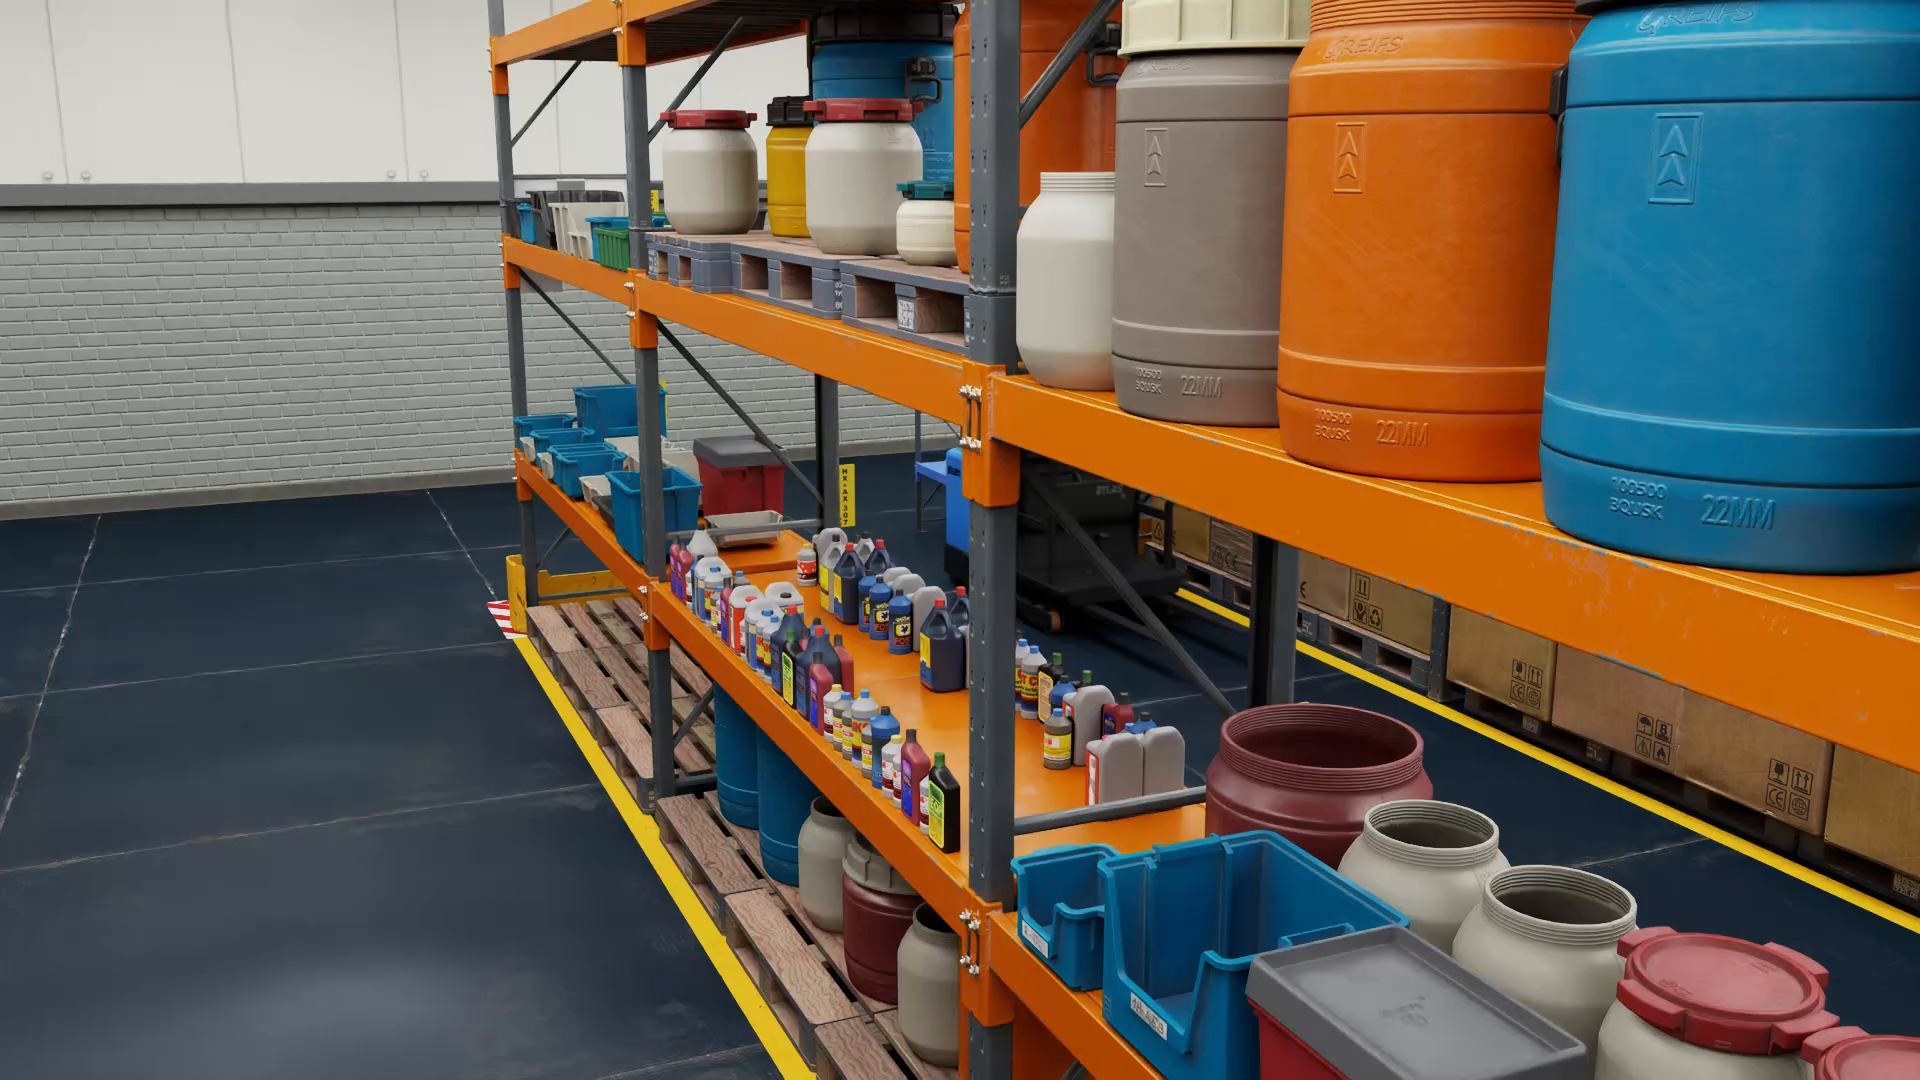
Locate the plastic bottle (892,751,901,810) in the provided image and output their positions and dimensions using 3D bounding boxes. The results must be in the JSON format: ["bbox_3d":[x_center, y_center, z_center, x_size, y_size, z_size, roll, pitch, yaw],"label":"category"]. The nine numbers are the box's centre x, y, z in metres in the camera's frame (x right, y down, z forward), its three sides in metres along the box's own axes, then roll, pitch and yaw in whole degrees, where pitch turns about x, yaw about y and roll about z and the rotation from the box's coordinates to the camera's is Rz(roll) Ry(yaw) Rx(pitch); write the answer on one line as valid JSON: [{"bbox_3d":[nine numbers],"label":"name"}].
[{"bbox_3d":[-0.169,0.761,5.371,0.097,0.201,0.097,0,13,0],"label":"plastic bottle"}]

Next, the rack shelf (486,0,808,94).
[{"bbox_3d":[-1.898,-2.835,9.644,1.077,0.370,4.000,-6,14,-23],"label":"rack shelf"}]

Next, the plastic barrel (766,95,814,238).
[{"bbox_3d":[-0.545,-1.632,7.266,0.600,0.588,0.600,0,13,0],"label":"plastic barrel"}]

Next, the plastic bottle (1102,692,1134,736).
[{"bbox_3d":[0.539,0.648,5.675,0.061,0.283,0.133,-6,14,-23],"label":"plastic bottle"}]

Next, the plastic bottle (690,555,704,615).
[{"bbox_3d":[-1.185,0.203,7.628,0.097,0.271,0.097,0,13,0],"label":"plastic bottle"}]

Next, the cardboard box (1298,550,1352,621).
[{"bbox_3d":[2.890,0.009,11.958,0.875,0.875,0.875,-6,14,-23],"label":"cardboard box"}]

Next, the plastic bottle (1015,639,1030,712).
[{"bbox_3d":[0.237,0.509,6.304,0.097,0.271,0.097,0,13,0],"label":"plastic bottle"}]

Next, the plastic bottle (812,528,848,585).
[{"bbox_3d":[-0.643,0.068,8.197,0.152,0.276,0.135,-6,14,-23],"label":"plastic bottle"}]

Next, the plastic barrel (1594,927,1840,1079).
[{"bbox_3d":[1.459,1.084,3.233,0.433,0.535,0.433,0,13,0],"label":"plastic barrel"}]

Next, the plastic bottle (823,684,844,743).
[{"bbox_3d":[-0.442,0.620,5.979,0.097,0.201,0.097,0,13,0],"label":"plastic bottle"}]

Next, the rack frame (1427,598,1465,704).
[{"bbox_3d":[3.442,-0.492,10.342,1.000,3.000,0.127,-6,14,-23],"label":"rack frame"}]

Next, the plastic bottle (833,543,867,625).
[{"bbox_3d":[-0.487,0.191,7.500,0.144,0.351,0.185,-6,14,-23],"label":"plastic bottle"}]

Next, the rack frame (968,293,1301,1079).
[{"bbox_3d":[0.506,0.782,4.838,1.000,3.000,0.127,-6,14,-23],"label":"rack frame"}]

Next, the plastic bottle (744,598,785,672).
[{"bbox_3d":[-0.796,0.385,6.827,0.152,0.276,0.135,-6,14,-23],"label":"plastic bottle"}]

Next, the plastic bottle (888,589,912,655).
[{"bbox_3d":[-0.254,0.341,7.029,0.097,0.271,0.097,0,13,0],"label":"plastic bottle"}]

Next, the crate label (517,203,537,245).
[{"bbox_3d":[-2.625,-2.040,10.708,0.408,0.251,0.502,-6,14,-23],"label":"crate label"}]

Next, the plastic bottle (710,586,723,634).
[{"bbox_3d":[-1.053,0.305,7.341,0.097,0.201,0.097,0,13,0],"label":"plastic bottle"}]

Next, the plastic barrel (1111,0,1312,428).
[{"bbox_3d":[0.636,-0.734,3.625,0.600,0.901,0.600,0,13,0],"label":"plastic barrel"}]

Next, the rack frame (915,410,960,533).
[{"bbox_3d":[-0.169,-0.818,15.078,0.500,1.500,0.032,-6,14,-23],"label":"rack frame"}]

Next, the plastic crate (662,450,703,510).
[{"bbox_3d":[-1.539,-0.348,9.850,0.437,0.282,0.530,-6,14,-23],"label":"plastic crate"}]

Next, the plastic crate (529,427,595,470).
[{"bbox_3d":[-2.638,-0.602,11.055,0.416,0.233,0.300,-6,14,-23],"label":"plastic crate"}]

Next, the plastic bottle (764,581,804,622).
[{"bbox_3d":[-0.750,0.324,7.094,0.152,0.276,0.135,-6,14,-23],"label":"plastic bottle"}]

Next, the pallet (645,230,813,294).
[{"bbox_3d":[-0.693,-1.260,7.430,1.213,0.211,1.003,-6,14,-23],"label":"pallet"}]

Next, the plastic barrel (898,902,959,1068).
[{"bbox_3d":[-0.014,1.581,5.970,0.421,0.512,0.421,0,13,0],"label":"plastic barrel"}]

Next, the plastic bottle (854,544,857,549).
[{"bbox_3d":[-0.496,0.144,7.871,0.152,0.276,0.135,-6,14,-23],"label":"plastic bottle"}]

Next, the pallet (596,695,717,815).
[{"bbox_3d":[-1.427,1.166,9.364,1.003,0.211,1.213,-6,14,-23],"label":"pallet"}]

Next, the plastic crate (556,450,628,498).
[{"bbox_3d":[-2.254,-0.404,10.199,0.416,0.233,0.300,-6,14,-23],"label":"plastic crate"}]

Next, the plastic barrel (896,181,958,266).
[{"bbox_3d":[-0.058,-1.025,5.368,0.301,0.262,0.301,0,13,0],"label":"plastic barrel"}]

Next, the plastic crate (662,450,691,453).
[{"bbox_3d":[-1.641,-0.417,10.258,0.416,0.233,0.300,-6,14,-23],"label":"plastic crate"}]

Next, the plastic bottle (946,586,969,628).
[{"bbox_3d":[0.013,0.368,6.738,0.144,0.351,0.185,-6,14,-23],"label":"plastic bottle"}]

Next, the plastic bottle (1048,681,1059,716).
[{"bbox_3d":[0.368,0.611,6.019,0.097,0.201,0.097,0,13,0],"label":"plastic bottle"}]

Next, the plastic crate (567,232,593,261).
[{"bbox_3d":[-1.955,-1.606,9.087,0.293,0.136,0.466,-6,14,-23],"label":"plastic crate"}]

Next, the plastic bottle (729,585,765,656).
[{"bbox_3d":[-0.889,0.338,7.034,0.152,0.276,0.135,-6,14,-23],"label":"plastic bottle"}]

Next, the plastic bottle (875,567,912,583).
[{"bbox_3d":[-0.294,0.248,7.421,0.152,0.276,0.135,-6,14,-23],"label":"plastic bottle"}]

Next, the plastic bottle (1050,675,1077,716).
[{"bbox_3d":[0.366,0.610,5.868,0.097,0.271,0.097,0,13,0],"label":"plastic bottle"}]

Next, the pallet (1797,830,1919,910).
[{"bbox_3d":[4.797,1.524,7.819,1.003,0.211,1.213,-6,14,-23],"label":"pallet"}]

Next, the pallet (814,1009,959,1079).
[{"bbox_3d":[0.152,1.982,5.840,1.003,0.211,1.213,-6,14,-23],"label":"pallet"}]

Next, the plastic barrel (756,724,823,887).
[{"bbox_3d":[-0.611,1.034,7.474,0.600,0.901,0.708,-6,14,-23],"label":"plastic barrel"}]

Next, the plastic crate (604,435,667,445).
[{"bbox_3d":[-2.206,-0.619,11.345,0.396,0.136,0.243,-6,14,-23],"label":"plastic crate"}]

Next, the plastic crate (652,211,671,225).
[{"bbox_3d":[-2.042,-2.051,10.896,0.450,0.188,0.336,-6,14,-23],"label":"plastic crate"}]

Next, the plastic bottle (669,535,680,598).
[{"bbox_3d":[-1.341,0.127,7.928,0.061,0.283,0.133,-6,14,-23],"label":"plastic bottle"}]

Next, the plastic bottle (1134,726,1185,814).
[{"bbox_3d":[0.629,0.724,5.364,0.152,0.276,0.135,-6,14,-23],"label":"plastic bottle"}]

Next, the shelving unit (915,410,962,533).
[{"bbox_3d":[0.034,-0.713,14.625,0.538,1.500,1.048,-6,14,-23],"label":"shelving unit"}]

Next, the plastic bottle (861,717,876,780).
[{"bbox_3d":[-0.286,0.700,5.632,0.097,0.201,0.097,0,13,0],"label":"plastic bottle"}]

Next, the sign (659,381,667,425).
[{"bbox_3d":[-2.201,-1.003,12.190,0.100,0.325,0.005,-6,14,-23],"label":"sign"}]

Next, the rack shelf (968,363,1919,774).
[{"bbox_3d":[1.307,0.084,2.796,1.077,0.370,4.000,-6,14,-23],"label":"rack shelf"}]

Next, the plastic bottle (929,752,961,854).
[{"bbox_3d":[-0.047,0.794,5.046,0.061,0.283,0.133,-6,14,-23],"label":"plastic bottle"}]

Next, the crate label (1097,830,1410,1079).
[{"bbox_3d":[0.656,0.995,3.842,0.502,0.435,0.616,-6,14,-23],"label":"crate label"}]

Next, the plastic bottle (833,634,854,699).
[{"bbox_3d":[-0.447,0.507,6.287,0.061,0.283,0.133,-6,14,-23],"label":"plastic bottle"}]

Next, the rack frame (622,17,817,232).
[{"bbox_3d":[-1.097,-2.967,7.732,1.000,3.000,0.127,-6,14,-23],"label":"rack frame"}]

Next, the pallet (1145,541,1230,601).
[{"bbox_3d":[2.231,0.199,13.543,1.003,0.211,1.213,-6,14,-23],"label":"pallet"}]

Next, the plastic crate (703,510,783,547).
[{"bbox_3d":[-1.152,-0.054,8.903,0.396,0.136,0.243,-6,14,-23],"label":"plastic crate"}]

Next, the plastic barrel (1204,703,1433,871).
[{"bbox_3d":[0.969,0.784,4.527,0.600,0.536,0.708,-6,14,-23],"label":"plastic barrel"}]

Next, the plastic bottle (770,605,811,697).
[{"bbox_3d":[-0.658,0.423,6.501,0.144,0.351,0.185,-6,14,-23],"label":"plastic bottle"}]

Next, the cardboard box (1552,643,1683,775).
[{"bbox_3d":[4.075,0.654,9.173,1.225,0.875,0.875,-6,14,-25],"label":"cardboard box"}]

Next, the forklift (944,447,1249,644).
[{"bbox_3d":[0.979,-0.868,12.119,1.130,2.935,3.031,-6,14,-26],"label":"forklift"}]

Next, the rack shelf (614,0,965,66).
[{"bbox_3d":[-0.295,-2.008,6.073,1.077,0.370,4.000,-6,14,-23],"label":"rack shelf"}]
